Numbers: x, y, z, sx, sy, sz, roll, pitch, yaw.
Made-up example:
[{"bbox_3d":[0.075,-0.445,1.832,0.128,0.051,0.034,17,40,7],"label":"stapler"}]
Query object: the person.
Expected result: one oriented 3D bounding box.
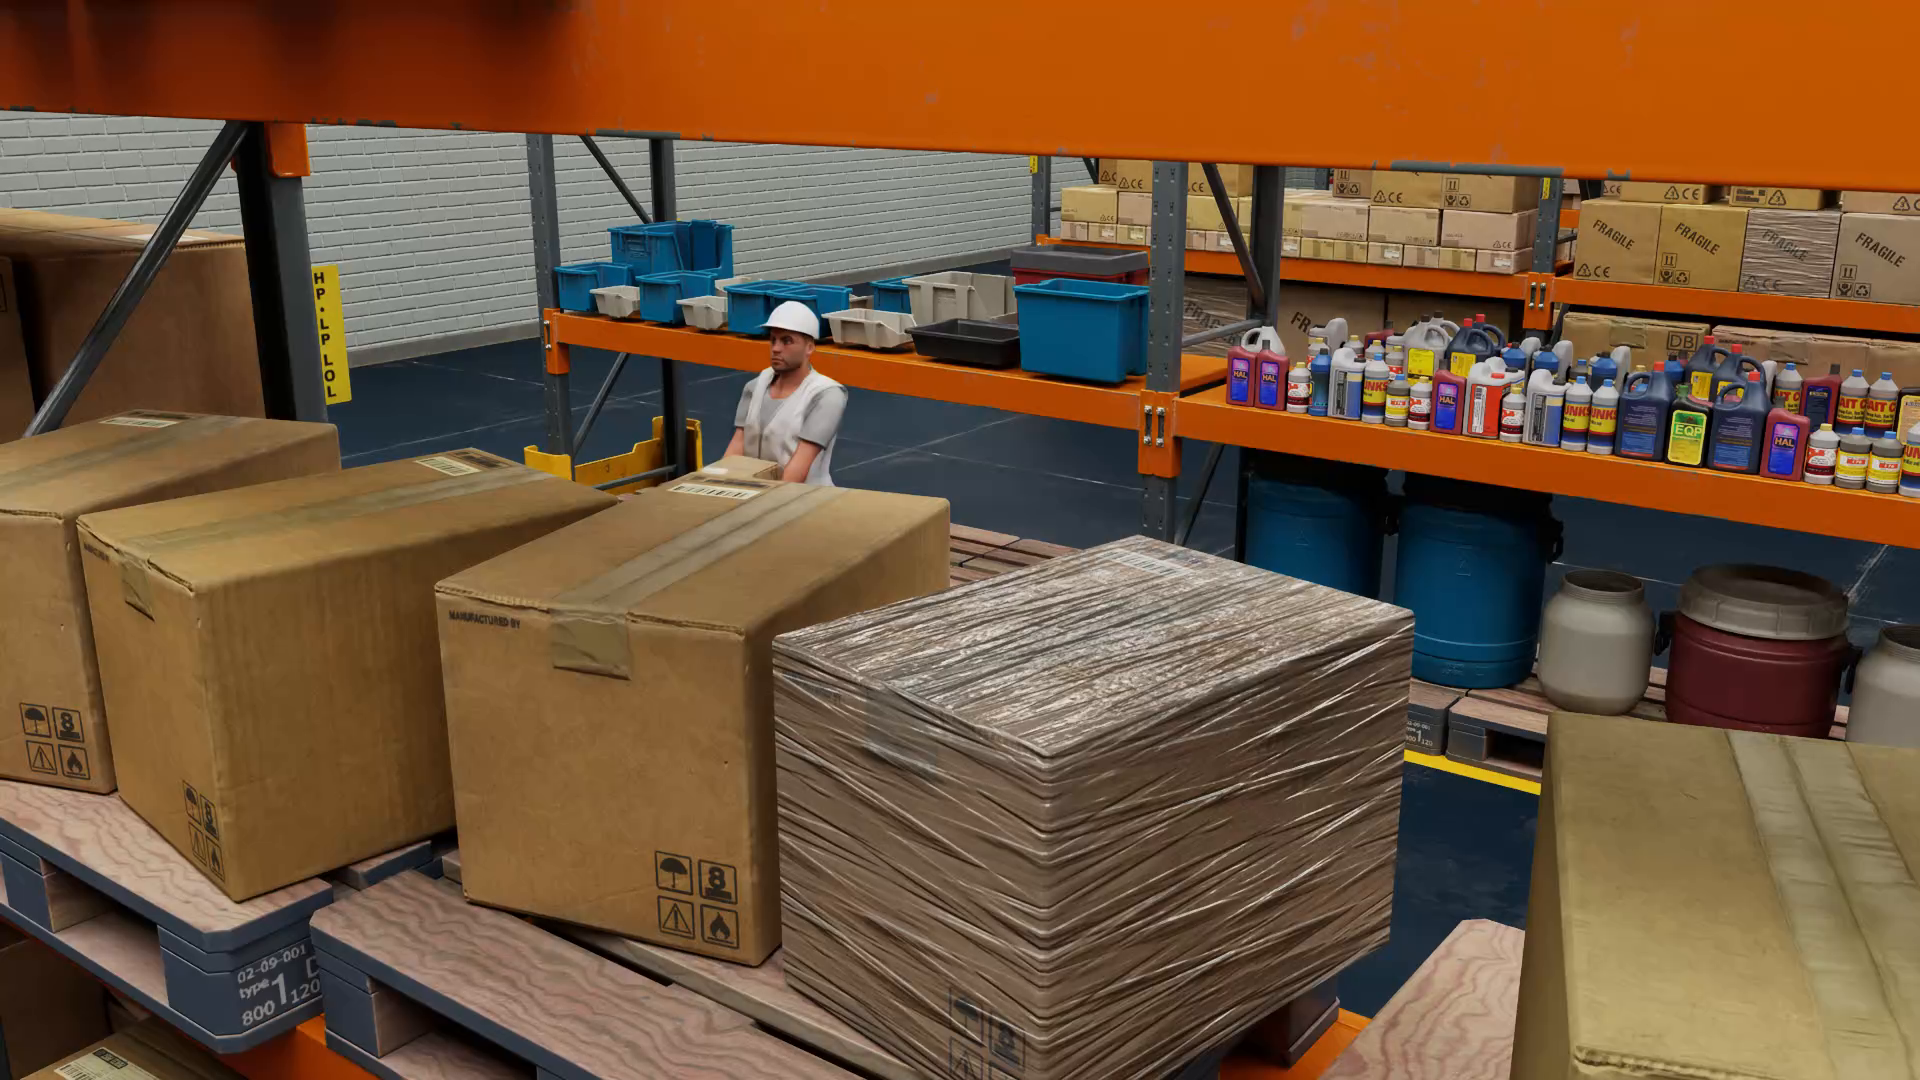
[{"bbox_3d":[-0.752,-0.047,6.656,0.495,1.785,0.561,12,20,36],"label":"person"}]
